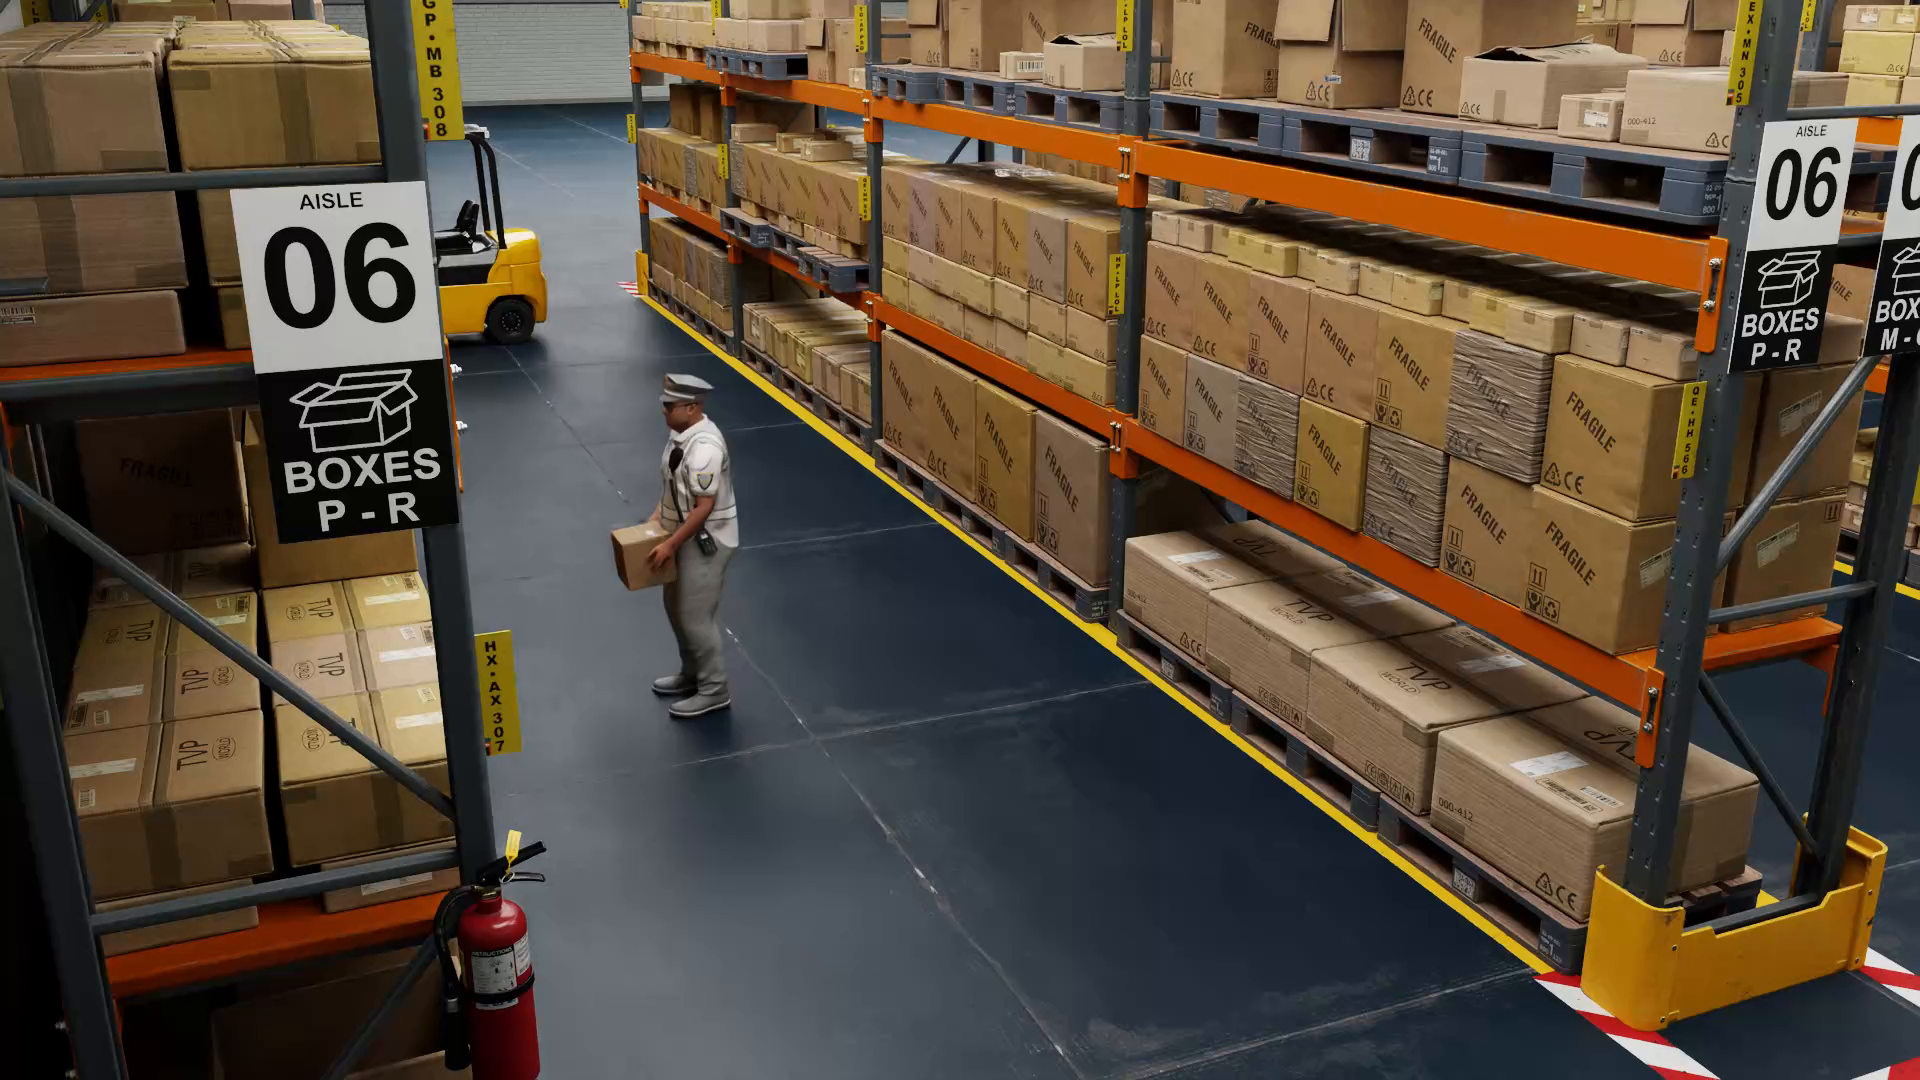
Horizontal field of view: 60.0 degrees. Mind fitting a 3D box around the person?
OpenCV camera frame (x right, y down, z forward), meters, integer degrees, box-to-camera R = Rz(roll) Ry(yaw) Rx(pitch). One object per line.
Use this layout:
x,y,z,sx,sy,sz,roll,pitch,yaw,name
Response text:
-1.393,0.010,8.485,0.491,1.769,0.533,-8,20,-23,person
